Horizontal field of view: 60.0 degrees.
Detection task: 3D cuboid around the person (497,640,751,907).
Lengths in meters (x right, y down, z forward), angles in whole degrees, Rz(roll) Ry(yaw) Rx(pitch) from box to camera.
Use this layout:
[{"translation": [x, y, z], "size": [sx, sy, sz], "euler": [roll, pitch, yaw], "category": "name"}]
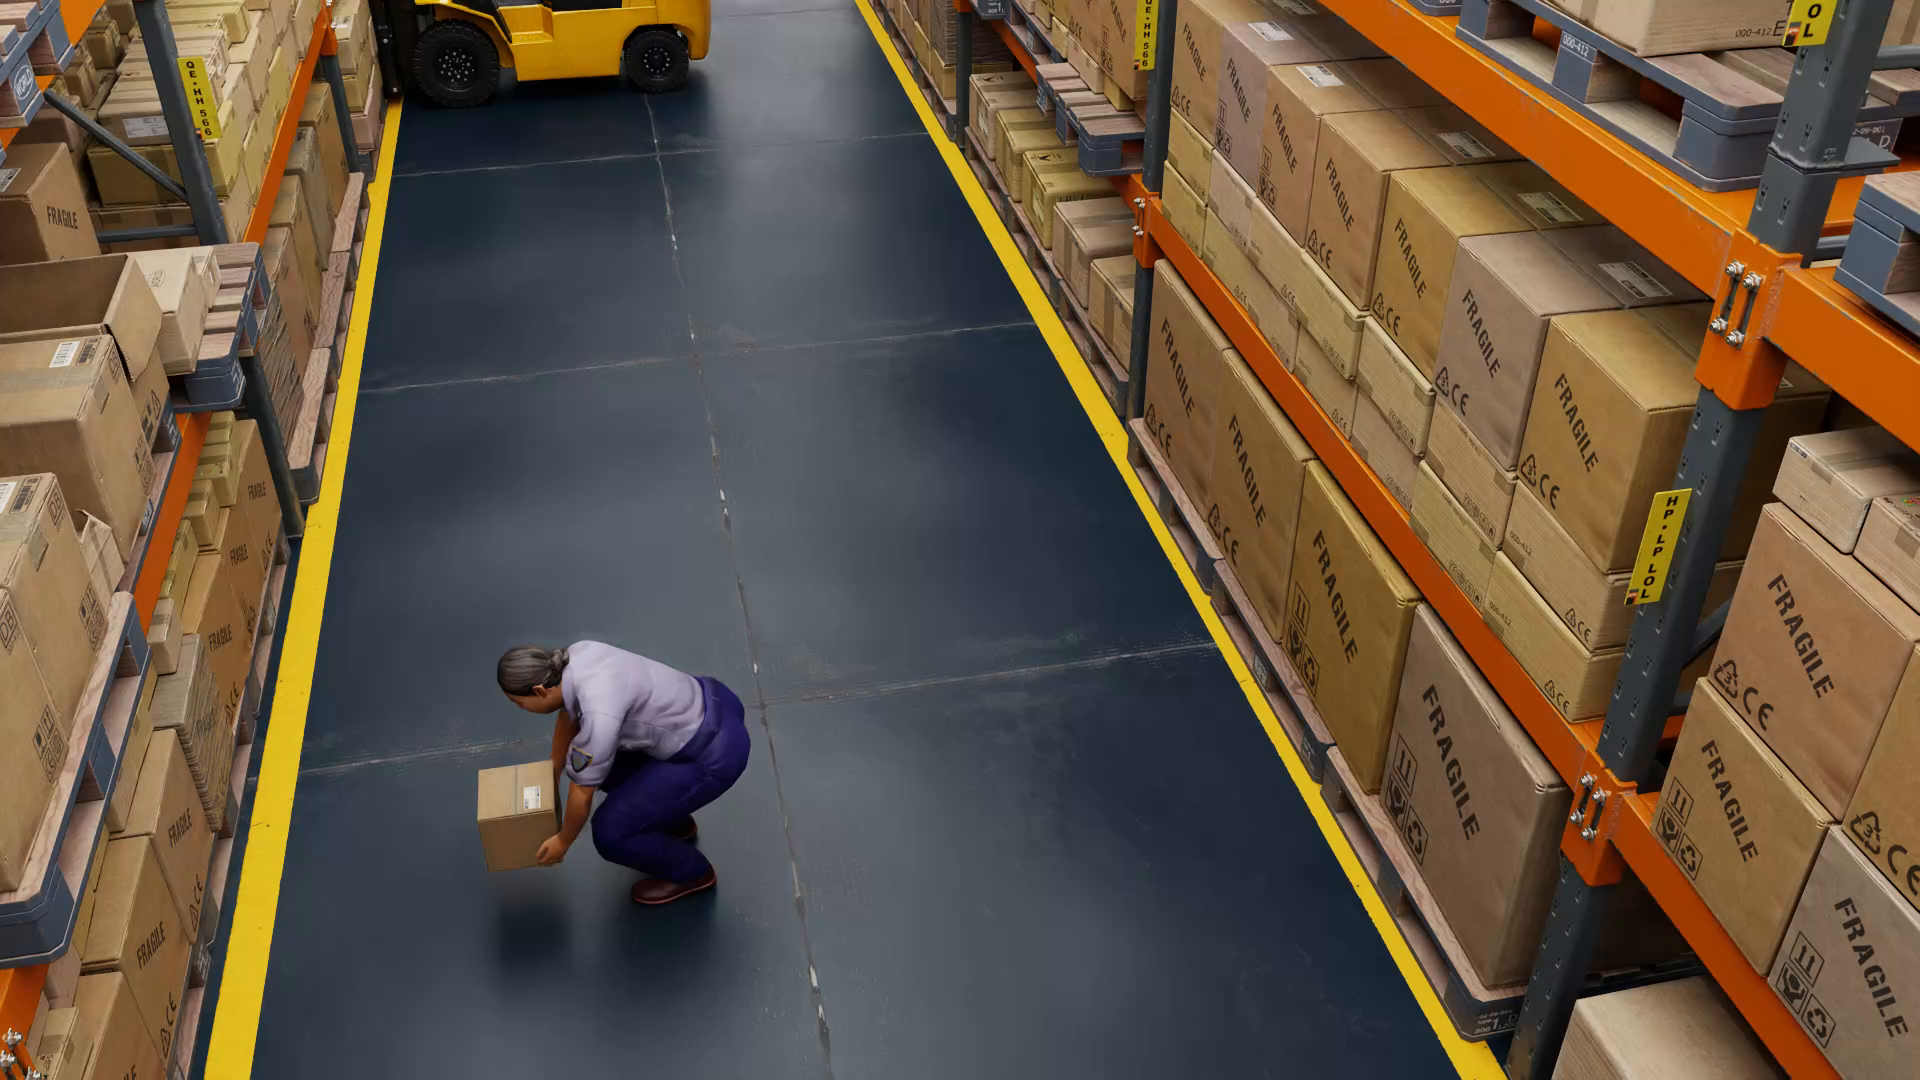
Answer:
[{"translation": [-1.093, 0.736, 5.598], "size": [0.773, 1.076, 0.530], "euler": [-7, 35, -11], "category": "person"}]
